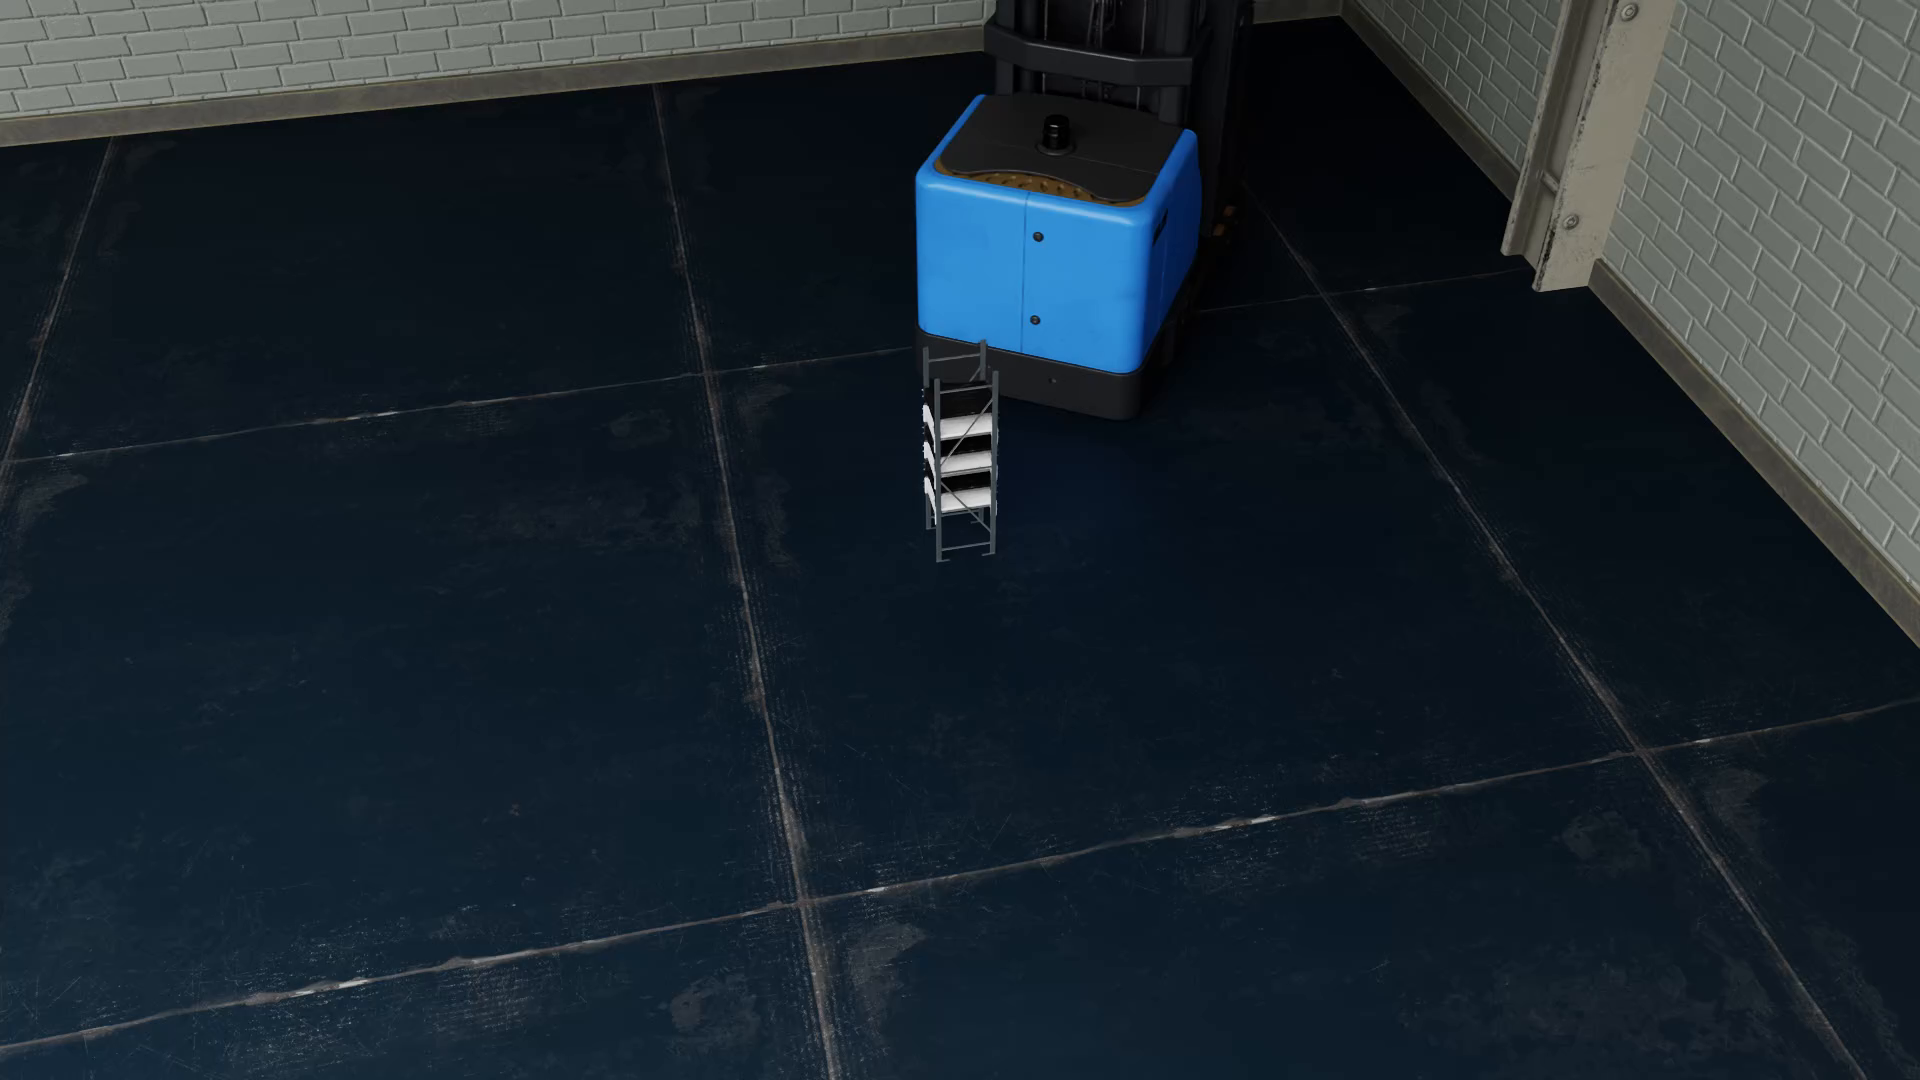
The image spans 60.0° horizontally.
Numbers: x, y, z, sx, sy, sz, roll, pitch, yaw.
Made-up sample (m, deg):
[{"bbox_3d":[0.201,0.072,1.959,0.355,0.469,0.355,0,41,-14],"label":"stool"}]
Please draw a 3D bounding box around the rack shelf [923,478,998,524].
[{"bbox_3d":[0.002,-0.172,6.587,0.258,0.077,0.200,-8,42,-9],"label":"rack shelf"}]

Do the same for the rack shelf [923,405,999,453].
[{"bbox_3d":[0.002,-0.441,6.348,0.258,0.077,0.200,-8,42,-9],"label":"rack shelf"}]

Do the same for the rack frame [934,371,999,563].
[{"bbox_3d":[0.024,-0.265,6.371,0.240,0.900,0.006,-8,42,-9],"label":"rack frame"}]

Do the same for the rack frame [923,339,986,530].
[{"bbox_3d":[-0.020,-0.397,6.520,0.240,0.900,0.006,-8,42,-9],"label":"rack frame"}]

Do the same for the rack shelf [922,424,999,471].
[{"bbox_3d":[0.002,-0.374,6.408,0.258,0.077,0.200,-8,42,-9],"label":"rack shelf"}]

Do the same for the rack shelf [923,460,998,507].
[{"bbox_3d":[0.002,-0.239,6.527,0.258,0.077,0.200,-8,42,-9],"label":"rack shelf"}]

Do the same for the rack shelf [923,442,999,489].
[{"bbox_3d":[0.002,-0.306,6.467,0.258,0.077,0.200,-8,42,-9],"label":"rack shelf"}]

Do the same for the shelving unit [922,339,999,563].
[{"bbox_3d":[0.002,-0.331,6.445,0.258,0.900,0.210,-8,42,-9],"label":"shelving unit"}]

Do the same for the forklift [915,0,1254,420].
[{"bbox_3d":[0.788,-2.605,7.477,1.130,2.935,3.031,14,43,15],"label":"forklift"}]

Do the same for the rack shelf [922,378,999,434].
[{"bbox_3d":[0.002,-0.508,6.288,0.258,0.077,0.200,-8,42,-9],"label":"rack shelf"}]

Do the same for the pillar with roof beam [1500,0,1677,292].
[{"bbox_3d":[-1.284,-4.108,4.600,9.100,9.000,0.400,-8,42,-9],"label":"pillar with roof beam"}]
